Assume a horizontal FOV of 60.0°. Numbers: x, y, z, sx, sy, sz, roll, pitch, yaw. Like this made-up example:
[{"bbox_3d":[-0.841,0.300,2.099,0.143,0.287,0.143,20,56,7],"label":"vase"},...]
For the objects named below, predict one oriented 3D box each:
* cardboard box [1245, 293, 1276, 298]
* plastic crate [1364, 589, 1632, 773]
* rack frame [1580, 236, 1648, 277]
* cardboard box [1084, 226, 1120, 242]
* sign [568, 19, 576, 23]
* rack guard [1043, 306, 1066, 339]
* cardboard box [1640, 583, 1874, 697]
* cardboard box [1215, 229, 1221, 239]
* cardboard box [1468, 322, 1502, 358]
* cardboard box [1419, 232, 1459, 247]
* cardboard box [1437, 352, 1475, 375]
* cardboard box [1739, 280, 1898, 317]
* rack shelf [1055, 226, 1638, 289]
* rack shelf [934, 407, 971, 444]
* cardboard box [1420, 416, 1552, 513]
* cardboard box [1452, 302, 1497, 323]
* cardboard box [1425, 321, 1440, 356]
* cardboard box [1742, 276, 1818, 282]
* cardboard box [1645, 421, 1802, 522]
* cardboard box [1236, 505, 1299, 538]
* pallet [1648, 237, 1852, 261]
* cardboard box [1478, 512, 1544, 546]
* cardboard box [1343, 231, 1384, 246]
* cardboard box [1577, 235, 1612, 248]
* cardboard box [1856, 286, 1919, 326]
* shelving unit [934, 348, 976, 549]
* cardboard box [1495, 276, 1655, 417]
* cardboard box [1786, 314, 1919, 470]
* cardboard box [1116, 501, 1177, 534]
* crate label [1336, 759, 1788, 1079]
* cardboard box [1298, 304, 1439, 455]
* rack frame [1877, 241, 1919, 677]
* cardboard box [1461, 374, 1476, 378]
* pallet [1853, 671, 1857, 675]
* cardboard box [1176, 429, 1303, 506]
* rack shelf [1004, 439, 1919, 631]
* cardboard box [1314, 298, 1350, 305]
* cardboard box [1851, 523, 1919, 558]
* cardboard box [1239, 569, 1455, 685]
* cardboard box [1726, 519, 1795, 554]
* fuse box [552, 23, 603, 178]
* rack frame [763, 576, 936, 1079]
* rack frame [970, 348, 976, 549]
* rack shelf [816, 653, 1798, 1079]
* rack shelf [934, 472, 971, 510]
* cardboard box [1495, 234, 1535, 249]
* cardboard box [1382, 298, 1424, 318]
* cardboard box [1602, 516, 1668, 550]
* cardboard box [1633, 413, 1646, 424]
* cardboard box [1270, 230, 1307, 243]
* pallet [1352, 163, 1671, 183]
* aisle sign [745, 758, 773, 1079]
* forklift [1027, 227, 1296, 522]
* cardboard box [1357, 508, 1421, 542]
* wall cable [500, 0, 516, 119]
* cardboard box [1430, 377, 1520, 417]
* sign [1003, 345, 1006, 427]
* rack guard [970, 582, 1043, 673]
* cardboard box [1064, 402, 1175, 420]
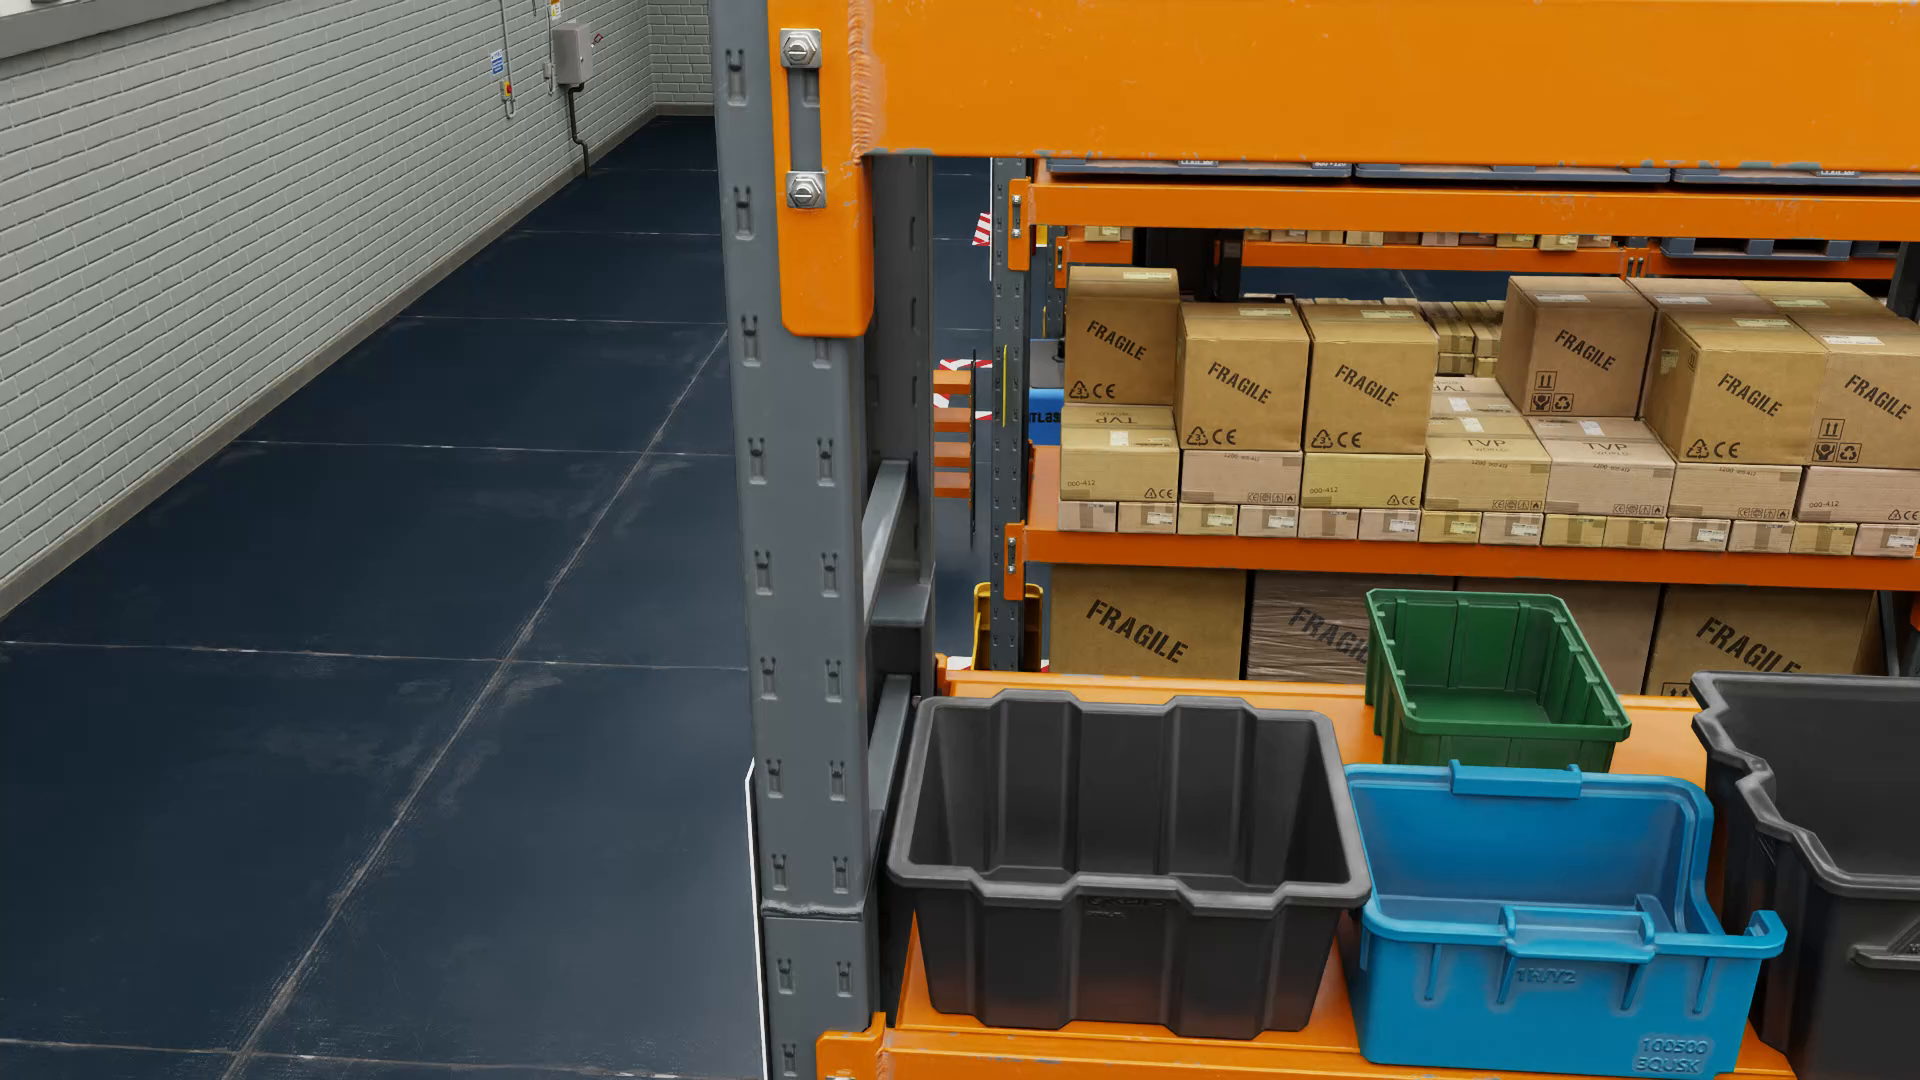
[{"bbox_3d":[2.302,-1.753,12.667,0.250,0.149,0.380,3,25,6],"label":"cardboard box"},{"bbox_3d":[0.860,0.269,2.742,0.336,0.188,0.450,2,25,4],"label":"plastic crate"},{"bbox_3d":[4.703,-2.377,11.828,0.127,3.000,1.000,2,25,4],"label":"rack frame"},{"bbox_3d":[1.013,-2.244,11.839,0.250,0.149,0.380,2,25,4],"label":"cardboard box"},{"bbox_3d":[-4.493,-5.783,19.342,0.001,0.494,0.329,2,25,4],"label":"sign"},{"bbox_3d":[0.791,-1.367,12.624,0.348,0.500,1.175,2,25,4],"label":"rack guard"},{"bbox_3d":[3.571,0.407,7.817,0.875,0.875,0.875,2,25,4],"label":"cardboard box"},{"bbox_3d":[1.803,-2.271,11.898,0.250,0.149,0.380,3,25,6],"label":"cardboard box"},{"bbox_3d":[3.822,-1.443,11.994,0.250,0.149,0.380,2,25,4],"label":"cardboard box"},{"bbox_3d":[3.345,-2.186,11.713,0.250,0.149,0.380,1,25,2],"label":"cardboard box"},{"bbox_3d":[3.583,-1.339,12.125,0.250,0.149,0.380,2,25,4],"label":"cardboard box"},{"bbox_3d":[3.765,-0.843,7.420,0.500,0.500,0.500,2,25,4],"label":"cardboard box"},{"bbox_3d":[2.709,-2.115,12.118,4.000,0.370,1.077,2,25,4],"label":"rack shelf"},{"bbox_3d":[-0.165,-0.692,9.945,0.480,0.148,0.258,2,25,4],"label":"rack shelf"},{"bbox_3d":[2.232,-0.335,7.212,0.500,0.250,0.500,1,25,3],"label":"cardboard box"},{"bbox_3d":[3.849,-1.662,12.469,0.250,0.149,0.380,2,25,3],"label":"cardboard box"},{"bbox_3d":[3.292,-1.454,12.018,0.250,0.149,0.380,1,25,1],"label":"cardboard box"},{"bbox_3d":[5.977,-1.833,12.236,0.500,0.250,0.500,3,25,6],"label":"cardboard box"},{"bbox_3d":[3.246,-0.301,7.139,0.500,0.250,0.500,3,25,6],"label":"cardboard box"},{"bbox_3d":[1.334,-0.155,7.299,0.250,0.149,0.380,1,25,3],"label":"cardboard box"},{"bbox_3d":[5.454,-2.205,11.683,1.213,0.211,1.003,2,25,4],"label":"pallet"},{"bbox_3d":[2.358,-0.122,7.227,0.250,0.149,0.380,2,25,5],"label":"cardboard box"},{"bbox_3d":[2.836,-2.195,11.732,0.250,0.149,0.380,2,25,5],"label":"cardboard box"},{"bbox_3d":[4.400,-2.175,11.689,0.250,0.149,0.380,2,25,3],"label":"cardboard box"},{"bbox_3d":[6.459,-1.605,11.741,0.500,0.250,0.500,3,25,6],"label":"cardboard box"},{"bbox_3d":[-0.165,-0.550,10.011,0.503,1.200,0.258,2,25,4],"label":"shelving unit"},{"bbox_3d":[2.755,-0.877,7.493,0.500,0.500,0.500,1,25,2],"label":"cardboard box"},{"bbox_3d":[3.744,-0.624,6.945,0.500,0.500,0.500,3,25,6],"label":"cardboard box"},{"bbox_3d":[0.819,-0.171,7.333,0.250,0.149,0.380,1,25,3],"label":"cardboard box"},{"bbox_3d":[0.750,0.492,2.182,0.502,0.251,0.408,2,25,4],"label":"crate label"},{"bbox_3d":[1.708,-0.691,7.090,0.500,0.500,0.500,1,25,3],"label":"cardboard box"},{"bbox_3d":[4.223,-0.313,7.343,0.127,3.000,1.000,2,25,4],"label":"rack frame"},{"bbox_3d":[3.765,-1.168,12.109,0.250,0.149,0.380,1,25,2],"label":"cardboard box"},{"bbox_3d":[4.998,0.947,7.940,1.213,0.211,1.003,2,25,4],"label":"pallet"},{"bbox_3d":[1.211,-0.367,7.282,0.500,0.250,0.500,2,25,3],"label":"cardboard box"},{"bbox_3d":[2.229,-0.051,7.632,4.000,0.370,1.077,2,25,4],"label":"rack shelf"},{"bbox_3d":[2.819,-1.701,12.555,0.250,0.149,0.380,2,25,4],"label":"cardboard box"},{"bbox_3d":[3.894,-0.072,7.120,0.250,0.149,0.380,2,25,4],"label":"cardboard box"},{"bbox_3d":[1.786,0.349,7.942,0.875,0.875,0.875,2,25,4],"label":"cardboard box"},{"bbox_3d":[3.381,-0.089,7.155,0.250,0.149,0.380,1,25,3],"label":"cardboard box"},{"bbox_3d":[-4.325,-5.028,19.130,0.414,1.711,0.539,2,25,4],"label":"fuse box"},{"bbox_3d":[-0.145,1.623,3.135,0.127,3.000,1.000,2,25,4],"label":"rack frame"},{"bbox_3d":[0.078,-0.543,9.994,0.015,1.200,0.240,2,25,4],"label":"rack frame"},{"bbox_3d":[1.849,0.651,2.519,4.000,0.370,1.077,2,25,4],"label":"rack shelf"},{"bbox_3d":[-0.165,-0.309,10.122,0.480,0.148,0.258,2,25,4],"label":"rack shelf"},{"bbox_3d":[3.873,-2.171,11.681,0.250,0.149,0.380,3,25,6],"label":"cardboard box"},{"bbox_3d":[3.340,-1.703,12.559,0.250,0.149,0.380,2,25,5],"label":"cardboard box"},{"bbox_3d":[2.867,-0.105,7.191,0.250,0.149,0.380,2,25,5],"label":"cardboard box"},{"bbox_3d":[3.279,-0.523,7.621,0.500,0.250,0.500,2,25,4],"label":"cardboard box"},{"bbox_3d":[2.315,-2.233,11.814,0.250,0.149,0.380,1,25,3],"label":"cardboard box"},{"bbox_3d":[2.195,-1.706,6.888,1.213,0.211,1.003,2,25,4],"label":"pallet"},{"bbox_3d":[-0.239,0.563,2.327,0.004,0.787,0.394,2,25,4],"label":"aisle sign"},{"bbox_3d":[1.755,-1.417,9.822,3.031,2.935,1.130,0,25,0],"label":"forklift"},{"bbox_3d":[1.845,-0.138,7.263,0.250,0.149,0.380,2,25,3],"label":"cardboard box"},{"bbox_3d":[-4.631,-5.218,16.749,0.123,1.953,0.585,2,25,4],"label":"wall cable"},{"bbox_3d":[2.271,-0.556,7.693,0.500,0.250,0.500,2,25,4],"label":"cardboard box"},{"bbox_3d":[0.186,-0.640,6.921,0.005,0.325,0.100,2,25,4],"label":"sign"},{"bbox_3d":[0.210,0.693,8.145,0.348,0.500,1.175,2,25,4],"label":"rack guard"},{"bbox_3d":[0.738,-0.603,7.797,0.500,0.250,0.500,1,25,3],"label":"cardboard box"}]
